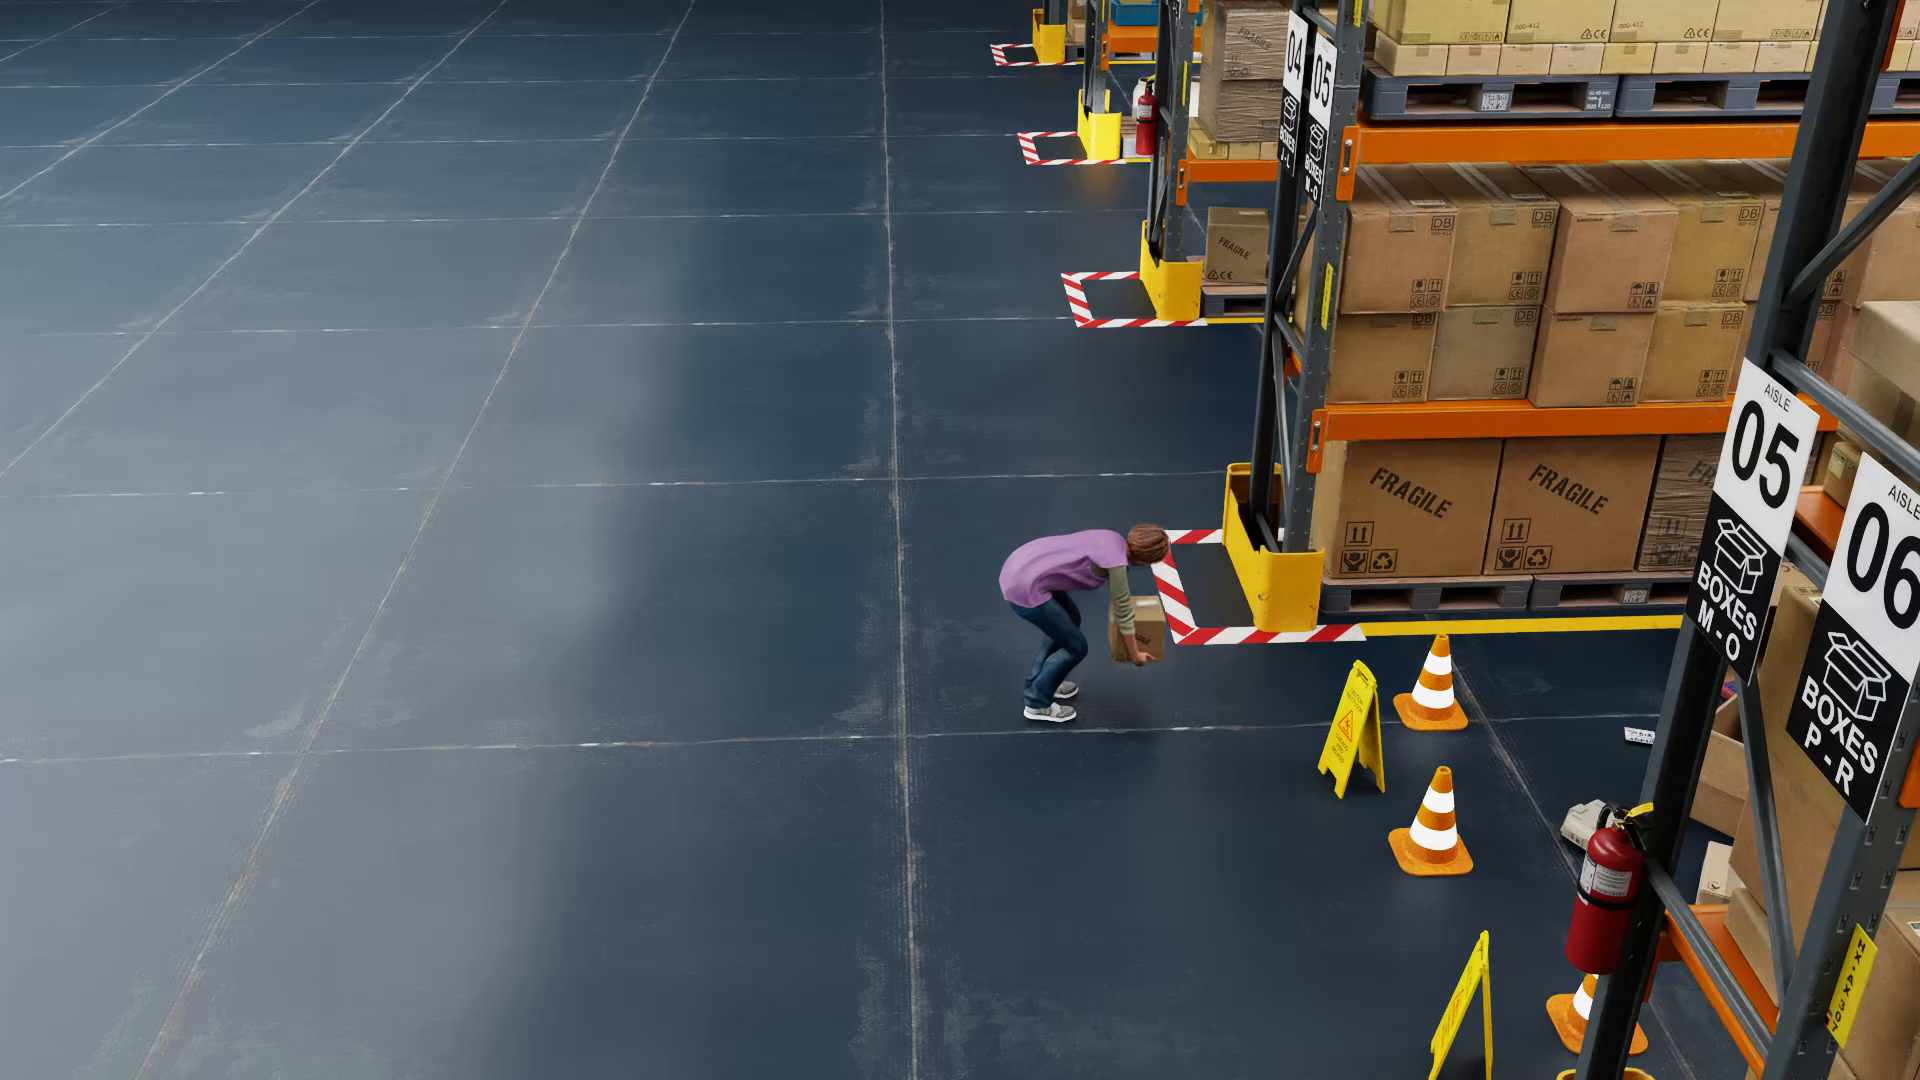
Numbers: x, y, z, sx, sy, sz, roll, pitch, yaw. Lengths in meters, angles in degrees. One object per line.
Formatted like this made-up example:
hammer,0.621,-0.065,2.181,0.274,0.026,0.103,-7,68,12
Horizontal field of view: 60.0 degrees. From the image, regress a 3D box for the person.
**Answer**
person,0.623,0.407,8.466,0.855,1.036,0.408,-3,28,-5
